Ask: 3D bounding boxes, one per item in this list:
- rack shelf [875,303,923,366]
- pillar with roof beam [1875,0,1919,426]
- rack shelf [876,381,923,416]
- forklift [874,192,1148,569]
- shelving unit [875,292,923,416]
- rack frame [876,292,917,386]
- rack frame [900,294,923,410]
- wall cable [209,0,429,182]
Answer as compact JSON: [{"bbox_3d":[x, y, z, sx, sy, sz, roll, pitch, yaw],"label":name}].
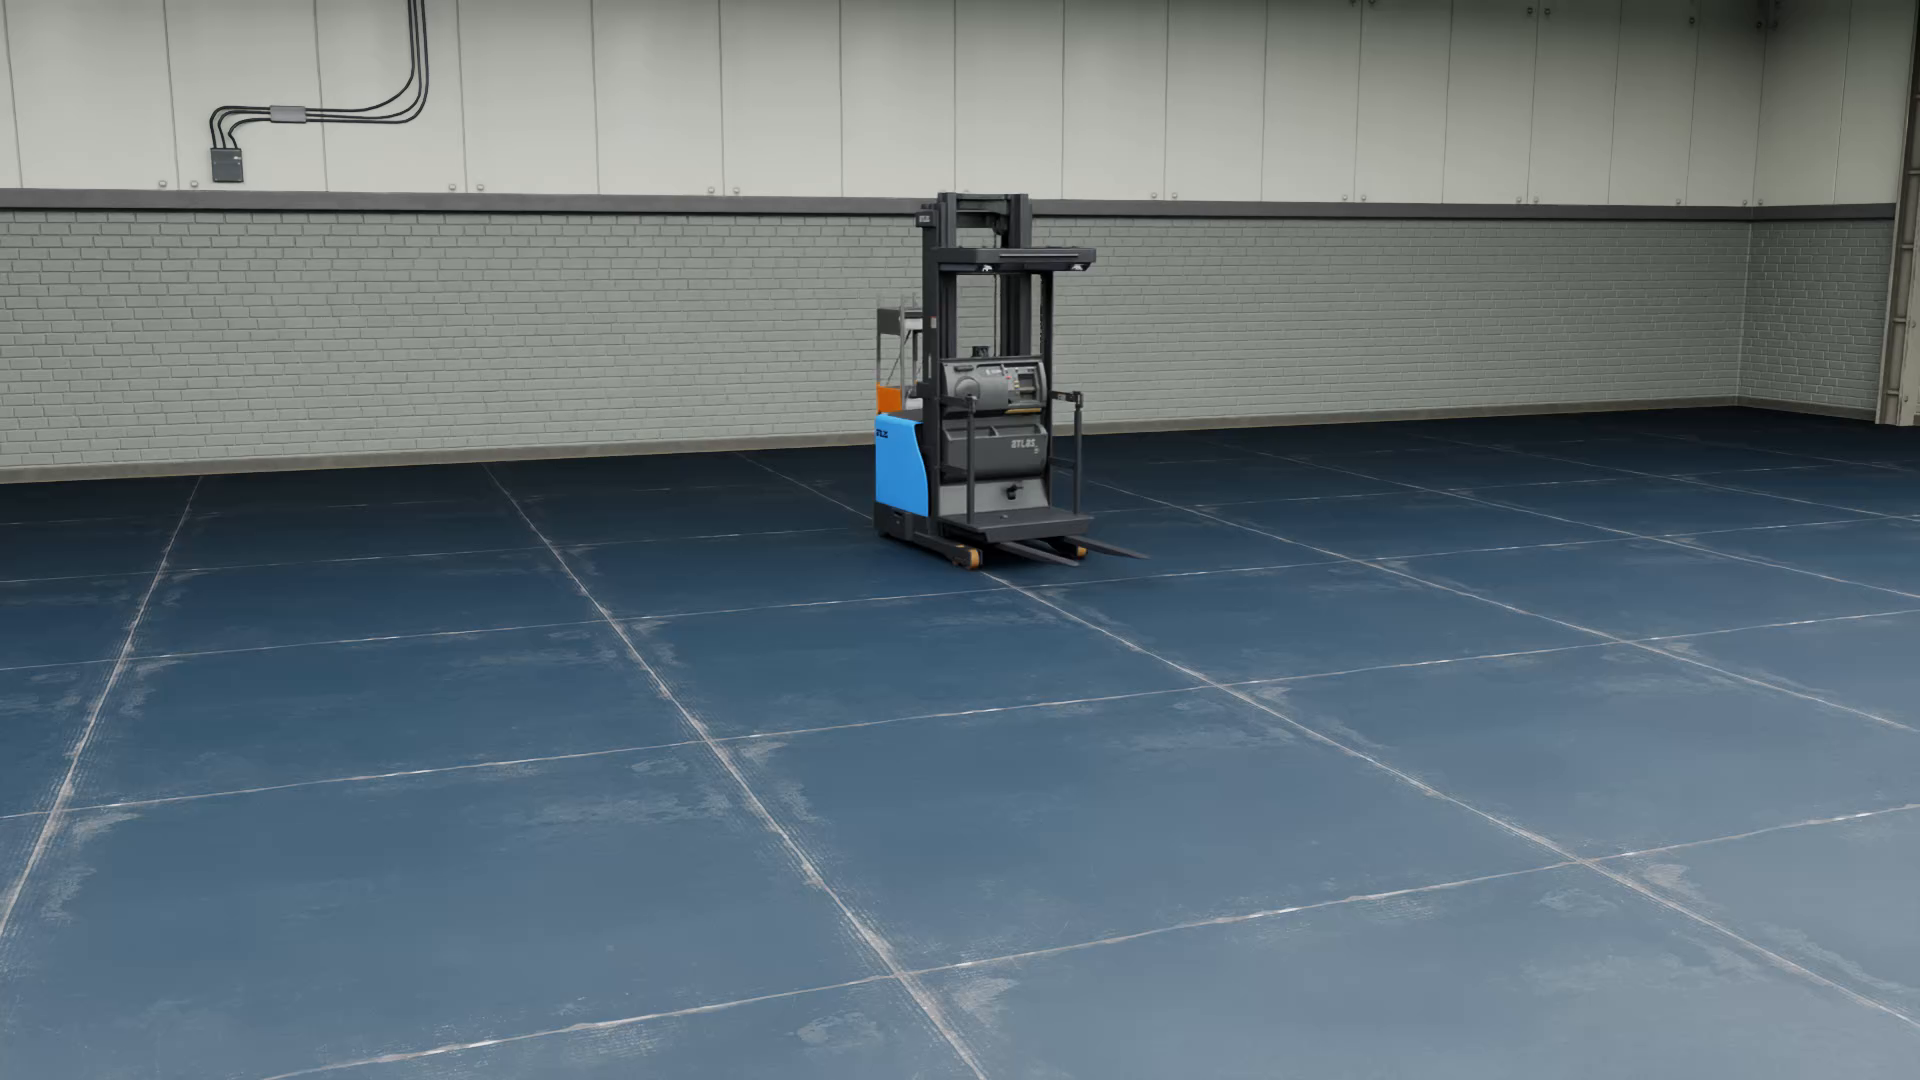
[{"bbox_3d":[-0.457,-1.840,14.852,0.431,0.518,0.480,-5,11,-28],"label":"rack shelf"},{"bbox_3d":[9.303,-5.806,21.367,9.100,9.000,0.400,-4,11,-21],"label":"pillar with roof beam"},{"bbox_3d":[-0.457,-1.151,14.975,0.431,0.518,0.480,-5,11,-28],"label":"rack shelf"},{"bbox_3d":[0.390,-1.300,13.358,1.130,2.935,3.031,-5,11,-28],"label":"forklift"},{"bbox_3d":[-0.457,-1.165,14.972,0.431,2.100,0.503,-5,11,-28],"label":"shelving unit"},{"bbox_3d":[-0.573,-1.202,15.183,0.400,2.100,0.015,-5,11,-28],"label":"rack frame"},{"bbox_3d":[-0.340,-1.127,14.761,0.400,2.100,0.015,-5,11,-28],"label":"rack frame"},{"bbox_3d":[-7.025,-6.920,17.915,2.305,6.003,0.169,-4,11,-21],"label":"wall cable"}]
